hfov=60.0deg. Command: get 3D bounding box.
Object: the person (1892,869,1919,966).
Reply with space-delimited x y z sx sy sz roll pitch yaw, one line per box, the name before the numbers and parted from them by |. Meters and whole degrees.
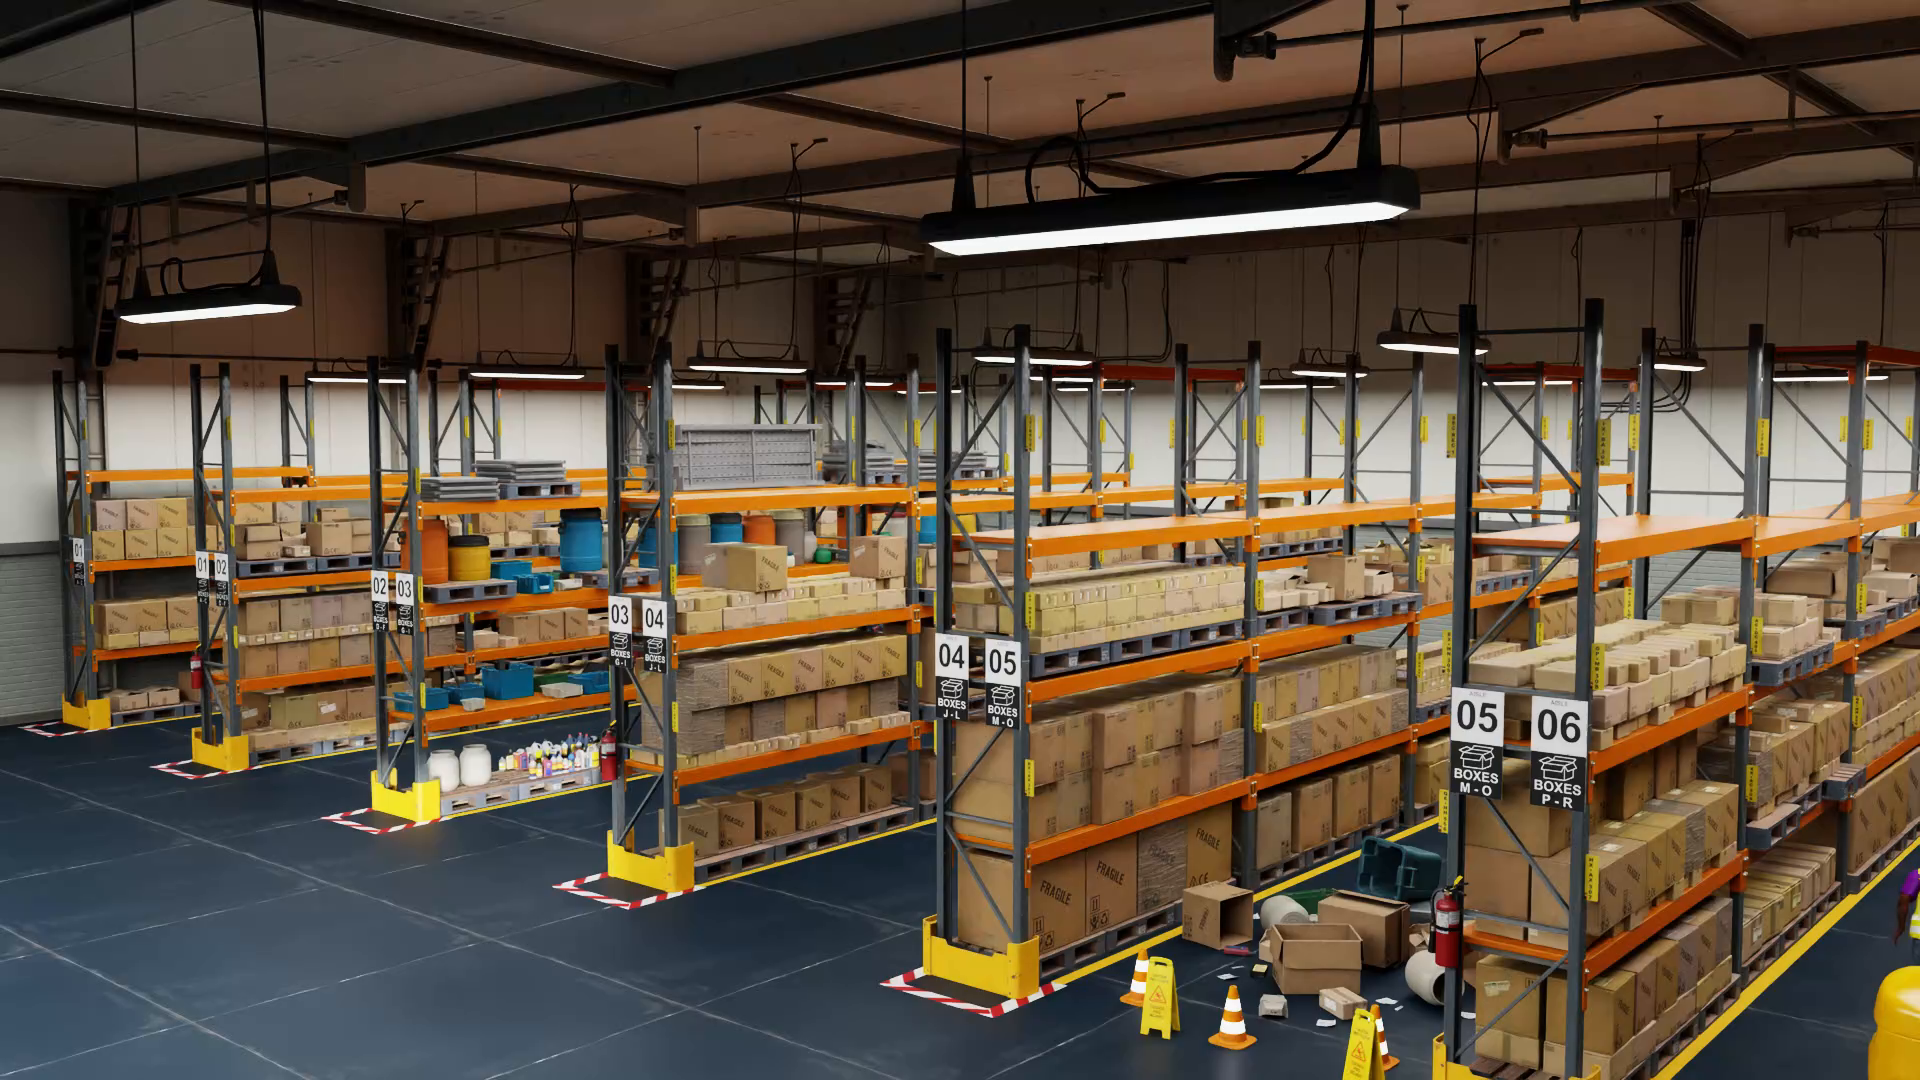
person | 8.187 3.342 13.900 0.660 1.654 0.767 4 5 41
